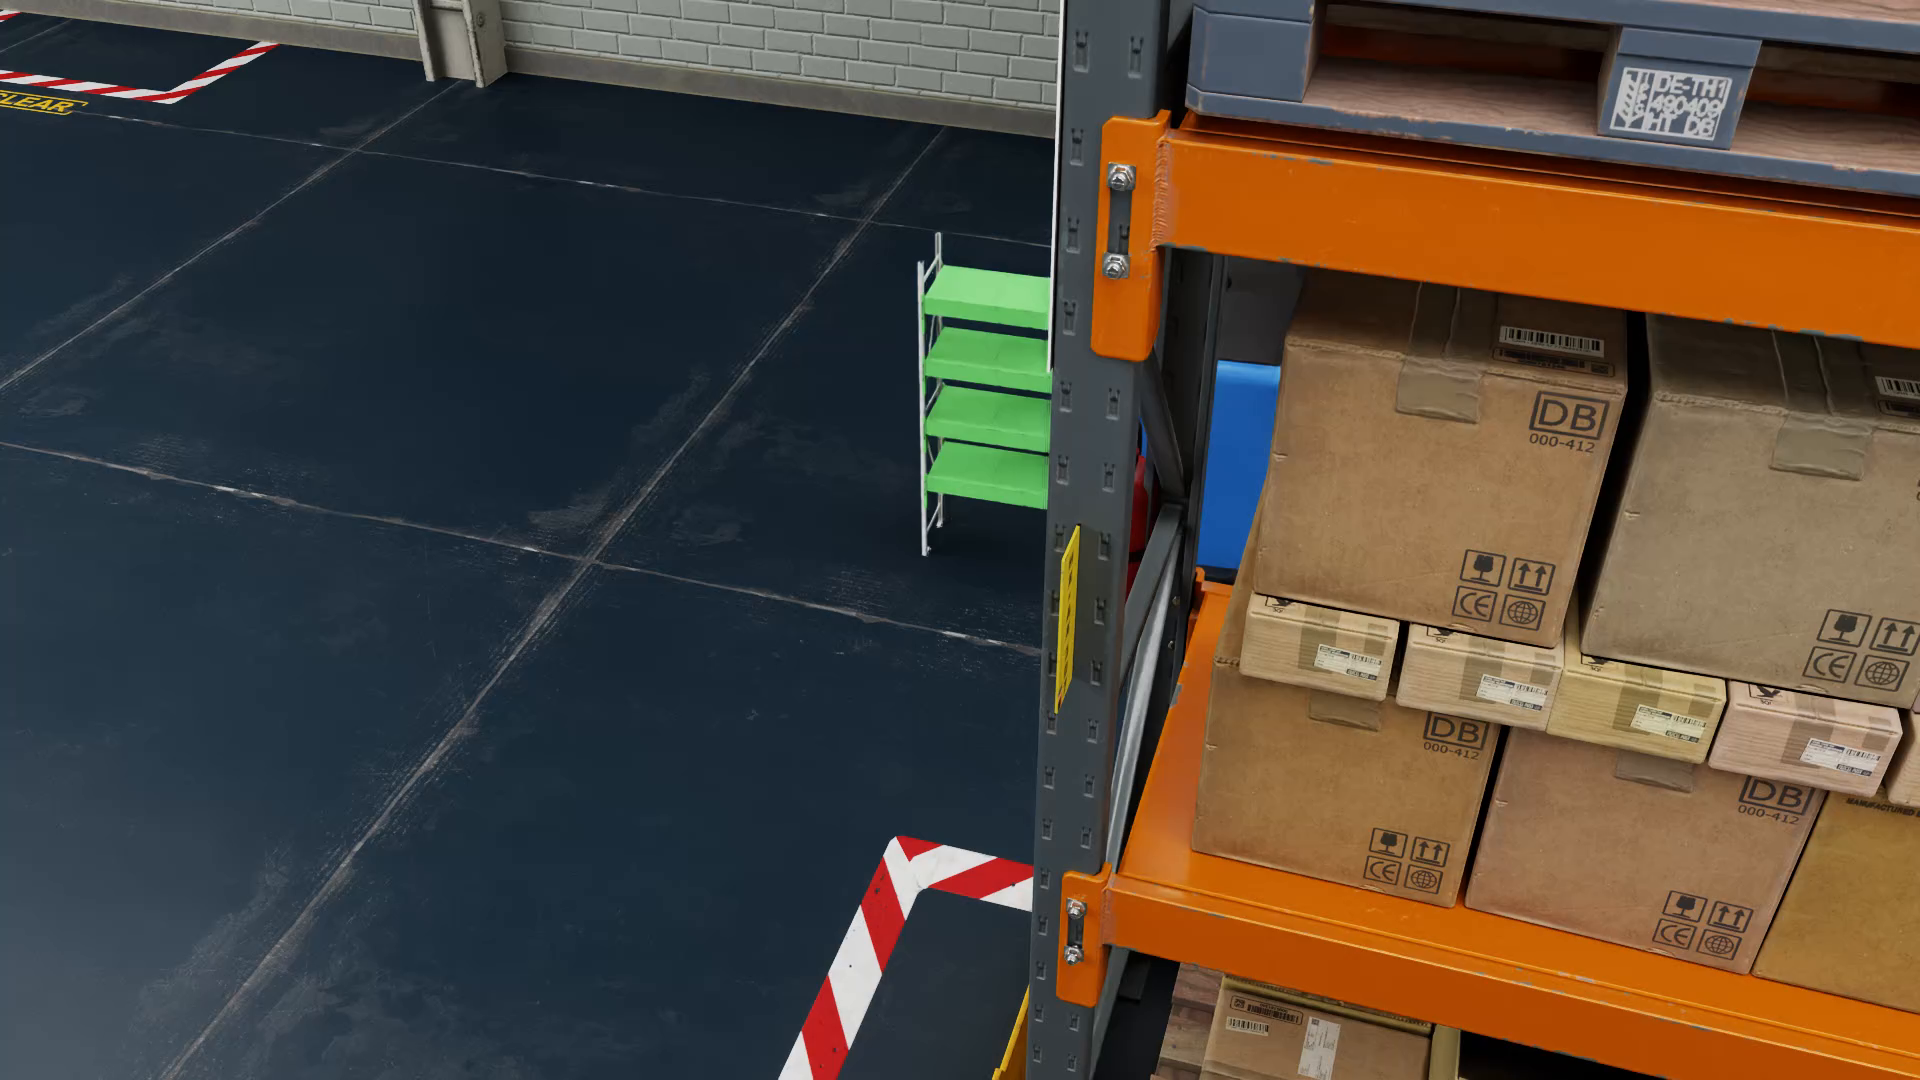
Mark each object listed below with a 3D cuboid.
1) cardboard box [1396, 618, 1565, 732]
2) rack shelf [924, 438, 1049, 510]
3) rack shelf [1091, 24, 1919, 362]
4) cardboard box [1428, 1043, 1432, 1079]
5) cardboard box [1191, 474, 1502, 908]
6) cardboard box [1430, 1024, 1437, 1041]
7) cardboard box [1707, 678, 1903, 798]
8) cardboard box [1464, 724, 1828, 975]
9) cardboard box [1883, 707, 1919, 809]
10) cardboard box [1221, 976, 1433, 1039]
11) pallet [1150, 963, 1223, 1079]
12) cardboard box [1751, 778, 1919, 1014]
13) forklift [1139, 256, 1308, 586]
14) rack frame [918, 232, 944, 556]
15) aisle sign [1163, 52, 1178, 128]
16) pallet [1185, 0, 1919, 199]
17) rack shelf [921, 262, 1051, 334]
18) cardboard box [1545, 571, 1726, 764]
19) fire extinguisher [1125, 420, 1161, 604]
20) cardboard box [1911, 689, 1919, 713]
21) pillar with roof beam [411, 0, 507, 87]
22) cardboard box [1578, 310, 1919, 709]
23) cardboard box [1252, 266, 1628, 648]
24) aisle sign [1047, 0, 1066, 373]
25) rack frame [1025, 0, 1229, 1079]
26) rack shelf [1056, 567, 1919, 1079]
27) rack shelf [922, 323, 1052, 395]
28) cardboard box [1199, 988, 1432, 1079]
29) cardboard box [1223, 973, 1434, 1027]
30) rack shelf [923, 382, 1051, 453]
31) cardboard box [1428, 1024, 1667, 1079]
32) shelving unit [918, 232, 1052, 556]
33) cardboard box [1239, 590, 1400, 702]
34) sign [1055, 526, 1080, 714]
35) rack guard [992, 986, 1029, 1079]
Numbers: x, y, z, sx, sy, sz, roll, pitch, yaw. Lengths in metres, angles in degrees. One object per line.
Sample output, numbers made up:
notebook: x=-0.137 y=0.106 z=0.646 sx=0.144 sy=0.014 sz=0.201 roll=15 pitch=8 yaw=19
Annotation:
cardboard box: x=0.911 y=0.137 z=2.902 sx=0.250 sy=0.149 sz=0.380 roll=10 pitch=37 yaw=13
rack shelf: x=0.134 y=-0.209 z=6.035 sx=0.480 sy=0.148 sz=0.258 roll=9 pitch=37 yaw=12
rack shelf: x=2.257 y=-0.363 z=2.289 sx=4.000 sy=0.370 sz=1.077 roll=10 pitch=38 yaw=14
cardboard box: x=1.272 y=1.447 z=3.718 sx=0.500 sy=0.250 sz=0.500 roll=10 pitch=38 yaw=14
cardboard box: x=0.789 y=0.252 z=3.293 sx=0.500 sy=0.500 sz=0.700 roll=11 pitch=38 yaw=14
cardboard box: x=1.428 y=1.150 z=4.123 sx=0.500 sy=0.250 sz=0.500 roll=10 pitch=38 yaw=14
cardboard box: x=1.389 y=0.228 z=2.778 sx=0.250 sy=0.149 sz=0.380 roll=10 pitch=38 yaw=13
cardboard box: x=1.292 y=0.342 z=3.171 sx=0.500 sy=0.500 sz=0.700 roll=11 pitch=38 yaw=15
cardboard box: x=1.644 y=0.273 z=2.716 sx=0.250 sy=0.149 sz=0.380 roll=9 pitch=37 yaw=12
cardboard box: x=0.948 y=1.068 z=4.234 sx=0.500 sy=0.250 sz=0.500 roll=10 pitch=38 yaw=14
pallet: x=1.090 y=1.437 z=4.120 sx=1.213 sy=0.211 sz=1.003 roll=10 pitch=38 yaw=14
cardboard box: x=1.764 y=0.433 z=3.047 sx=0.500 sy=0.500 sz=0.700 roll=11 pitch=38 yaw=14
forklift: x=1.911 y=-1.014 z=5.154 sx=3.031 sy=2.935 sz=1.130 roll=7 pitch=37 yaw=10
rack frame: x=-0.102 y=-0.492 z=5.906 sx=0.015 sy=1.200 sz=0.240 roll=9 pitch=37 yaw=12
aisle sign: x=0.372 y=-1.023 z=2.916 sx=0.004 sy=0.787 sz=0.394 roll=10 pitch=38 yaw=14
pallet: x=1.015 y=-0.831 z=2.392 sx=1.213 sy=0.211 sz=1.003 roll=10 pitch=38 yaw=14
rack shelf: x=0.134 y=-0.789 z=5.608 sx=0.480 sy=0.148 sz=0.258 roll=9 pitch=37 yaw=12
cardboard box: x=1.148 y=0.182 z=2.841 sx=0.250 sy=0.149 sz=0.380 roll=11 pitch=38 yaw=14
fire extinguisher: x=0.373 y=-0.050 z=3.853 sx=0.183 sy=0.674 sz=0.296 roll=10 pitch=38 yaw=14
cardboard box: x=1.825 y=-0.083 z=2.653 sx=0.500 sy=0.500 sz=0.700 roll=11 pitch=38 yaw=14
pillar with roof beam: x=-4.263 y=-4.008 z=4.104 sx=0.400 sy=9.000 sz=9.100 roll=10 pitch=38 yaw=14
cardboard box: x=1.344 y=-0.172 z=2.774 sx=0.500 sy=0.500 sz=0.700 roll=10 pitch=37 yaw=13
cardboard box: x=0.840 y=-0.261 z=2.896 sx=0.500 sy=0.500 sz=0.700 roll=11 pitch=38 yaw=14
aisle sign: x=0.194 y=-0.683 z=2.454 sx=0.004 sy=0.787 sz=0.394 roll=10 pitch=38 yaw=14
rack frame: x=0.348 y=0.202 z=3.445 sx=0.127 sy=3.000 sz=1.000 roll=10 pitch=38 yaw=14
rack shelf: x=2.257 y=0.845 z=3.178 sx=4.000 sy=0.370 sz=1.077 roll=10 pitch=38 yaw=14
rack shelf: x=0.134 y=-0.596 z=5.750 sx=0.480 sy=0.148 sz=0.258 roll=9 pitch=37 yaw=12
cardboard box: x=0.793 y=1.361 z=3.836 sx=0.500 sy=0.250 sz=0.500 roll=10 pitch=38 yaw=14
cardboard box: x=0.948 y=0.765 z=4.013 sx=0.500 sy=0.500 sz=0.500 roll=10 pitch=38 yaw=14
rack shelf: x=0.134 y=-0.403 z=5.893 sx=0.480 sy=0.148 sz=0.258 roll=9 pitch=37 yaw=12
cardboard box: x=1.271 y=1.146 z=3.495 sx=0.500 sy=0.500 sz=0.500 roll=10 pitch=38 yaw=14
shelving unit: x=0.134 y=-0.454 z=5.855 sx=0.503 sy=1.200 sz=0.258 roll=9 pitch=37 yaw=12
cardboard box: x=0.658 y=0.092 z=2.963 sx=0.250 sy=0.149 sz=0.380 roll=10 pitch=38 yaw=14
sign: x=0.176 y=0.135 z=2.739 sx=0.005 sy=0.325 sz=0.100 roll=10 pitch=38 yaw=14
rack guard: x=0.325 y=1.205 z=4.191 sx=0.348 sy=0.500 sz=1.175 roll=10 pitch=38 yaw=14
